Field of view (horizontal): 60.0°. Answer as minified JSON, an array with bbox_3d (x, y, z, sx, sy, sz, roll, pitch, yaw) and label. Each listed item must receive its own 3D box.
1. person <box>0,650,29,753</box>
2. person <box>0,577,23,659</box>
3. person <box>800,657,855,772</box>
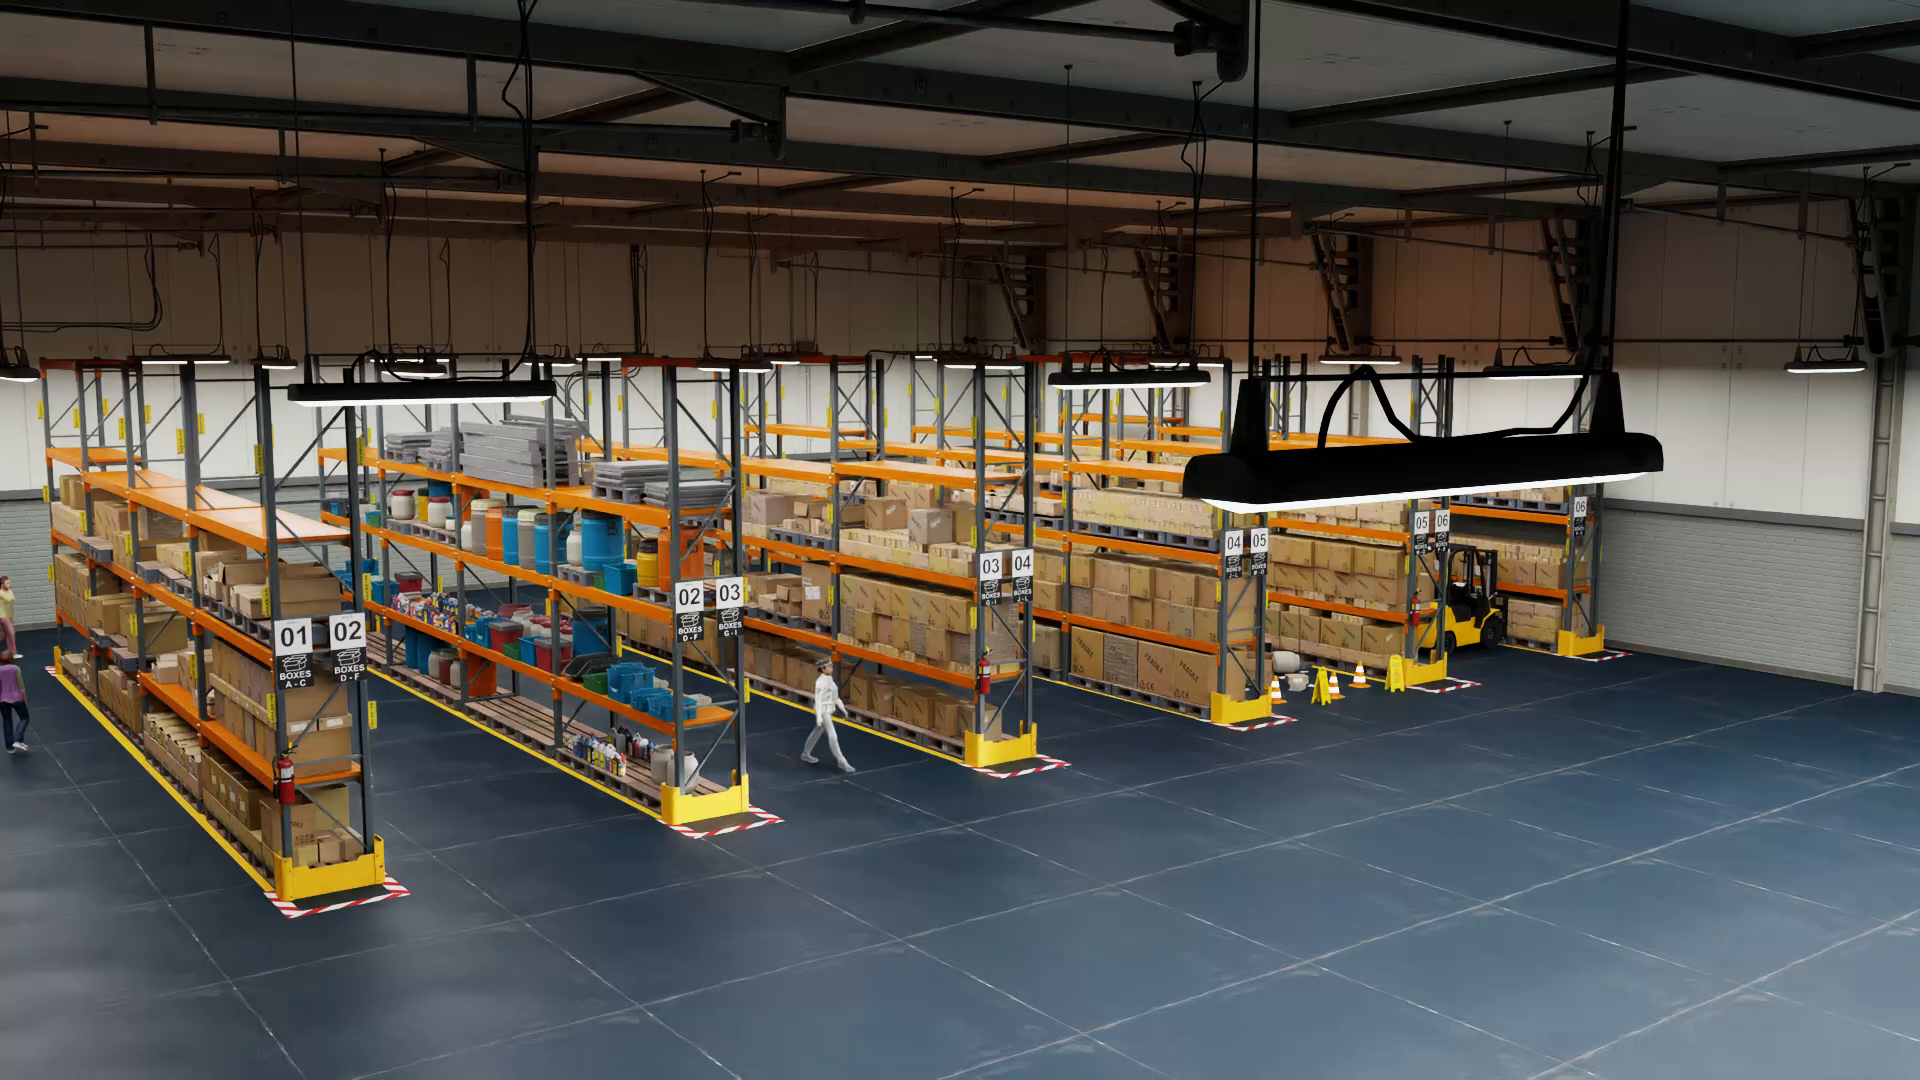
[{"bbox_3d":[-14.565,2.489,25.494,0.449,1.598,0.445,-1,7,-10],"label":"person"},{"bbox_3d":[-19.077,1.537,33.120,0.853,1.639,0.450,0,7,3],"label":"person"},{"bbox_3d":[-1.954,2.551,24.635,0.976,1.652,0.545,3,7,22],"label":"person"}]
